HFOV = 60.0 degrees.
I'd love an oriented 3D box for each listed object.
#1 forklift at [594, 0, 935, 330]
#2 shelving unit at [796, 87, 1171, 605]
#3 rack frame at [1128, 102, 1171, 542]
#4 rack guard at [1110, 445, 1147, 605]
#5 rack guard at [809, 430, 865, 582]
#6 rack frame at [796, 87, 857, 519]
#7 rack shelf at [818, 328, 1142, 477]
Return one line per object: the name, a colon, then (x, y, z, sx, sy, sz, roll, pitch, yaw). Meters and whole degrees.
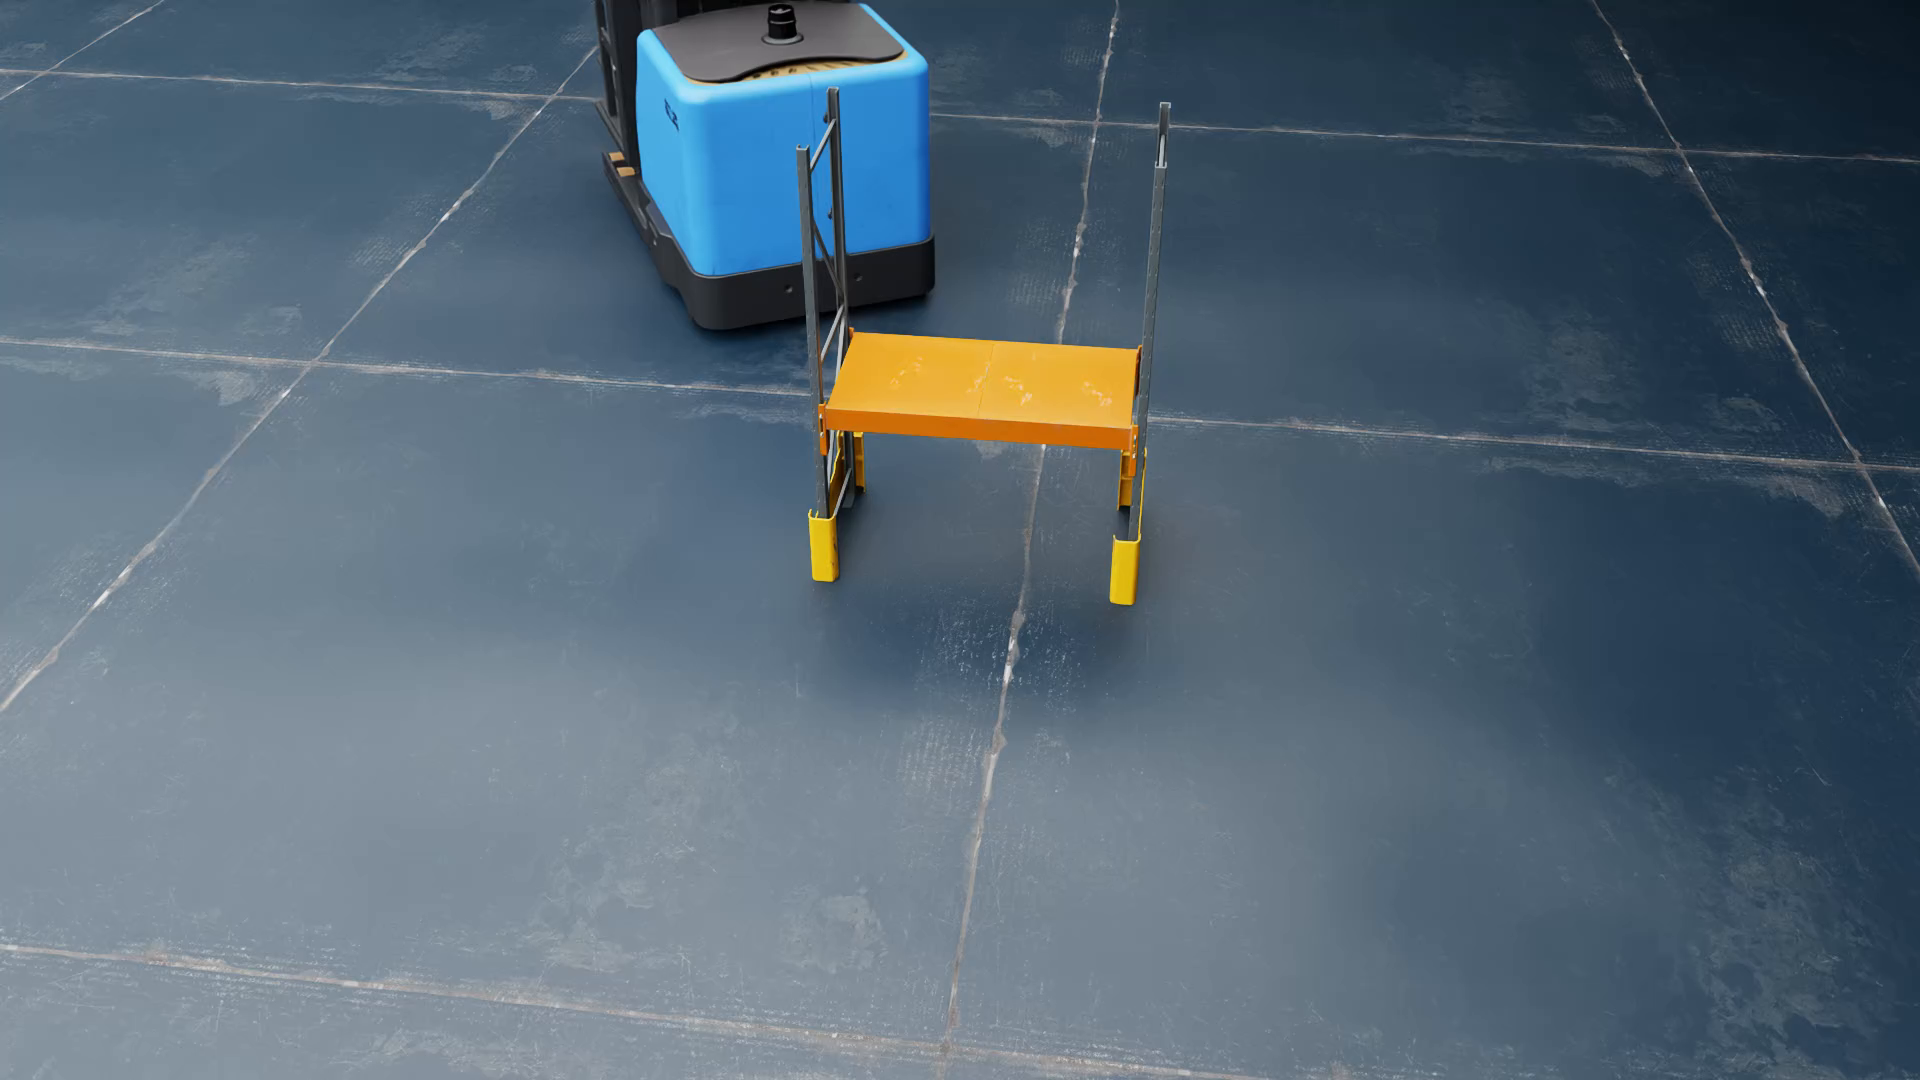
forklift: (-1.113, -2.908, 7.302, 1.130, 2.935, 3.031, -13, 37, -17)
shelving unit: (0.076, -0.605, 5.306, 1.083, 1.500, 0.587, 4, 36, 6)
rack frame: (0.589, -0.567, 5.253, 0.032, 1.500, 0.500, 4, 36, 6)
rack guard: (0.570, -0.059, 5.618, 0.087, 0.250, 0.587, 4, 36, 6)
rack guard: (-0.418, -0.133, 5.721, 0.087, 0.250, 0.587, 4, 36, 6)
rack frame: (-0.420, -0.642, 5.358, 0.032, 1.500, 0.500, 4, 36, 6)
rack shelf: (0.085, -0.458, 5.410, 1.000, 0.185, 0.538, 4, 36, 6)
